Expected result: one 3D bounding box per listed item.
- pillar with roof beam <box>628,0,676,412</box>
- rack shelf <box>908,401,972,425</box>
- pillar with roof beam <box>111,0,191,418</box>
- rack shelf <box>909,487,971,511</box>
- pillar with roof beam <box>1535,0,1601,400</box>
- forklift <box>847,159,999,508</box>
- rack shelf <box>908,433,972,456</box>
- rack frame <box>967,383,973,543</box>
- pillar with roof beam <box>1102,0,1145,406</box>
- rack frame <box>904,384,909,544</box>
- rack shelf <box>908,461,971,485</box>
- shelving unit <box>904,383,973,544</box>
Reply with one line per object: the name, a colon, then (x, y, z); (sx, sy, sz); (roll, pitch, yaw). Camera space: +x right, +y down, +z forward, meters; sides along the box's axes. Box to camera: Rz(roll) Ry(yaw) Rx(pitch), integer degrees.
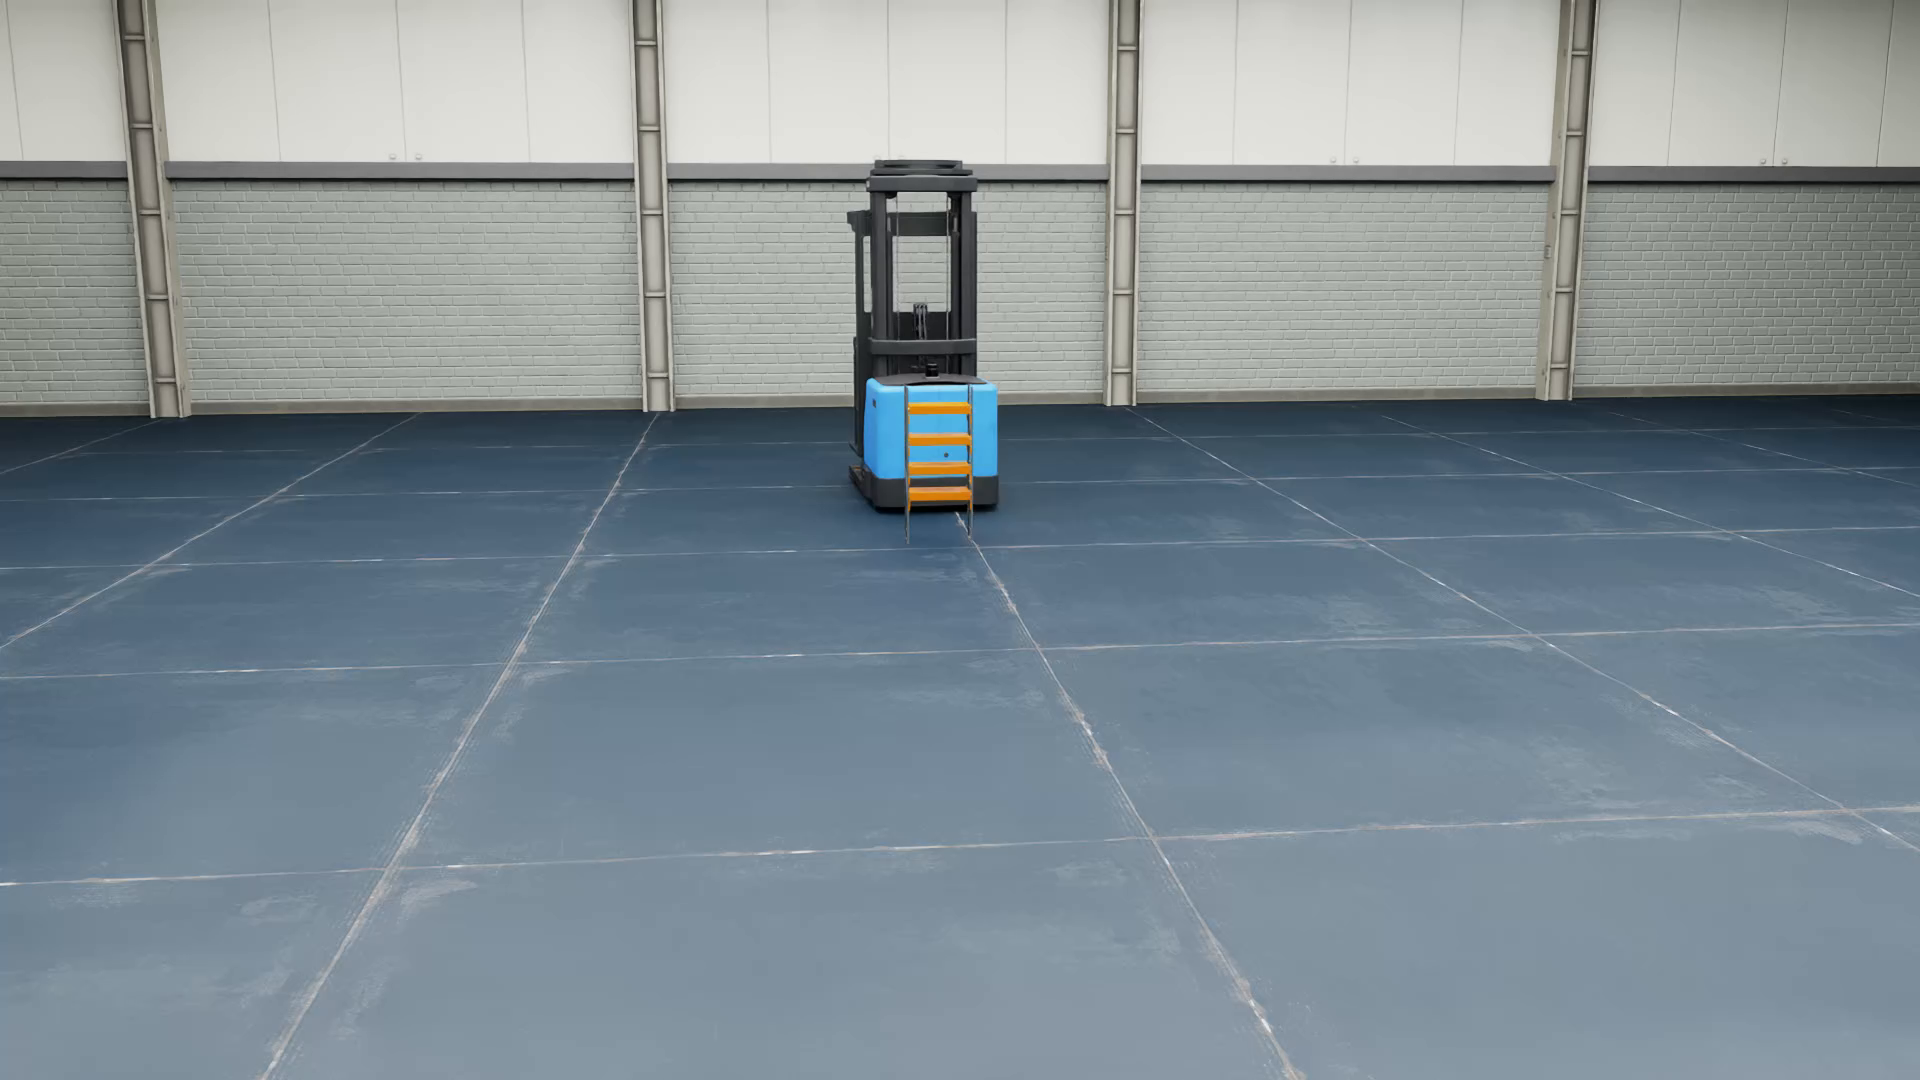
pillar with roof beam: (-3.394, -5.258, 16.286); (0.400, 9.000, 9.100); (-1, 11, -6)
rack shelf: (-0.165, -0.971, 12.659); (0.480, 0.148, 0.258); (-1, 11, -6)
pillar with roof beam: (-9.359, -5.133, 15.650); (0.400, 9.000, 9.100); (-1, 11, -6)
rack shelf: (-0.165, -0.324, 12.786); (0.480, 0.148, 0.258); (-1, 11, -6)
pillar with roof beam: (8.536, -5.508, 17.558); (0.400, 9.000, 9.100); (-1, 11, -6)
forklift: (-0.431, -1.942, 15.148); (1.130, 2.935, 3.031); (-2, 11, -10)
rack shelf: (-0.165, -0.739, 12.705); (0.480, 0.148, 0.258); (-1, 11, -6)
rack frame: (0.078, -0.590, 12.761); (0.015, 1.200, 0.240); (-1, 11, -6)
pillar with roof beam: (2.571, -5.383, 16.922); (0.400, 9.000, 9.100); (-1, 11, -6)
rack frame: (-0.407, -0.580, 12.709); (0.015, 1.200, 0.240); (-1, 11, -6)
rack shelf: (-0.165, -0.519, 12.748); (0.480, 0.148, 0.258); (-1, 11, -6)
shelving unit: (-0.165, -0.585, 12.735); (0.503, 1.200, 0.258); (-1, 11, -6)
